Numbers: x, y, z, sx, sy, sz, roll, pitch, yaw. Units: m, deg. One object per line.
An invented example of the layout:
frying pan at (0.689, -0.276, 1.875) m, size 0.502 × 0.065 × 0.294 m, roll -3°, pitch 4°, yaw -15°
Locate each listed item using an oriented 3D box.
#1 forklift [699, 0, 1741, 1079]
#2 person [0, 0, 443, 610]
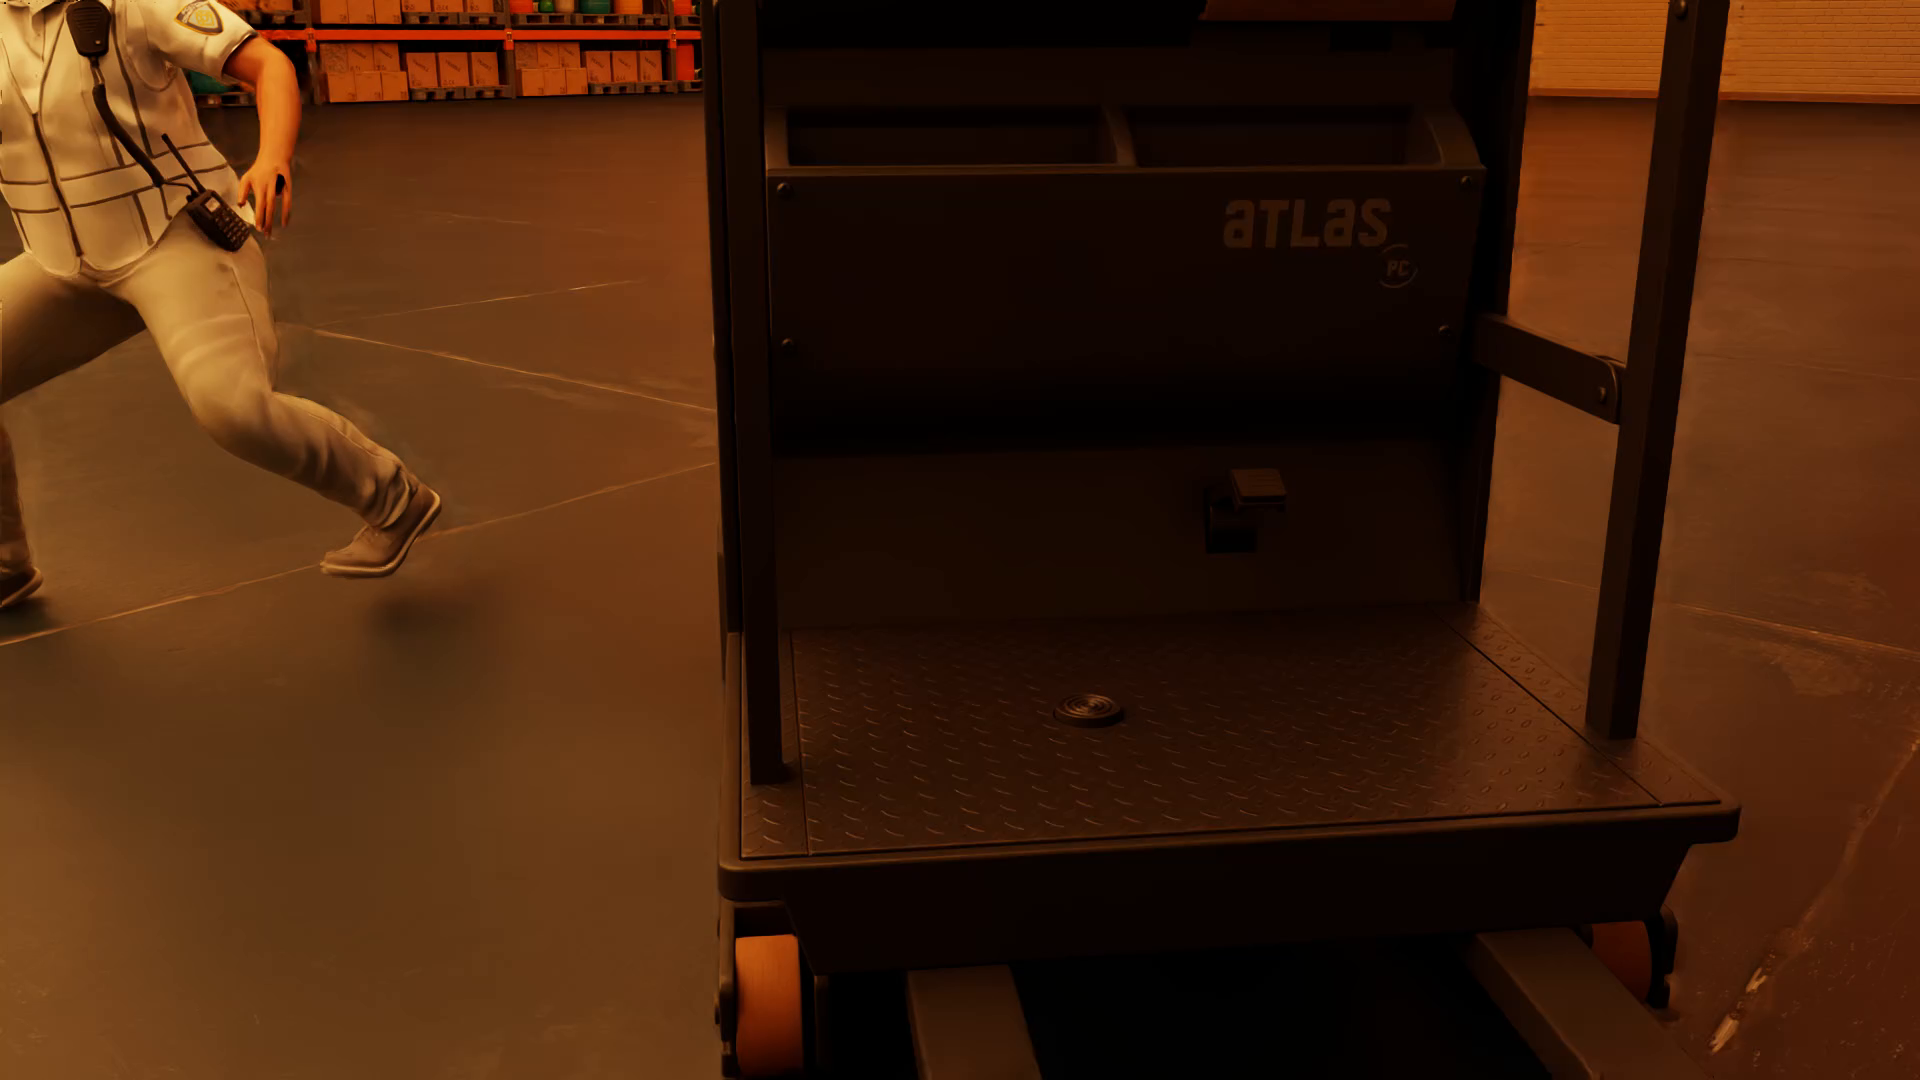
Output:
forklift at (0.242, -0.891, 1.832) m, size 1.130 × 2.935 × 3.031 m, roll -2°, pitch 17°, yaw -7°
person at (-1.699, -0.546, 3.287) m, size 1.133 × 1.575 × 0.507 m, roll 4°, pitch 17°, yaw 12°
